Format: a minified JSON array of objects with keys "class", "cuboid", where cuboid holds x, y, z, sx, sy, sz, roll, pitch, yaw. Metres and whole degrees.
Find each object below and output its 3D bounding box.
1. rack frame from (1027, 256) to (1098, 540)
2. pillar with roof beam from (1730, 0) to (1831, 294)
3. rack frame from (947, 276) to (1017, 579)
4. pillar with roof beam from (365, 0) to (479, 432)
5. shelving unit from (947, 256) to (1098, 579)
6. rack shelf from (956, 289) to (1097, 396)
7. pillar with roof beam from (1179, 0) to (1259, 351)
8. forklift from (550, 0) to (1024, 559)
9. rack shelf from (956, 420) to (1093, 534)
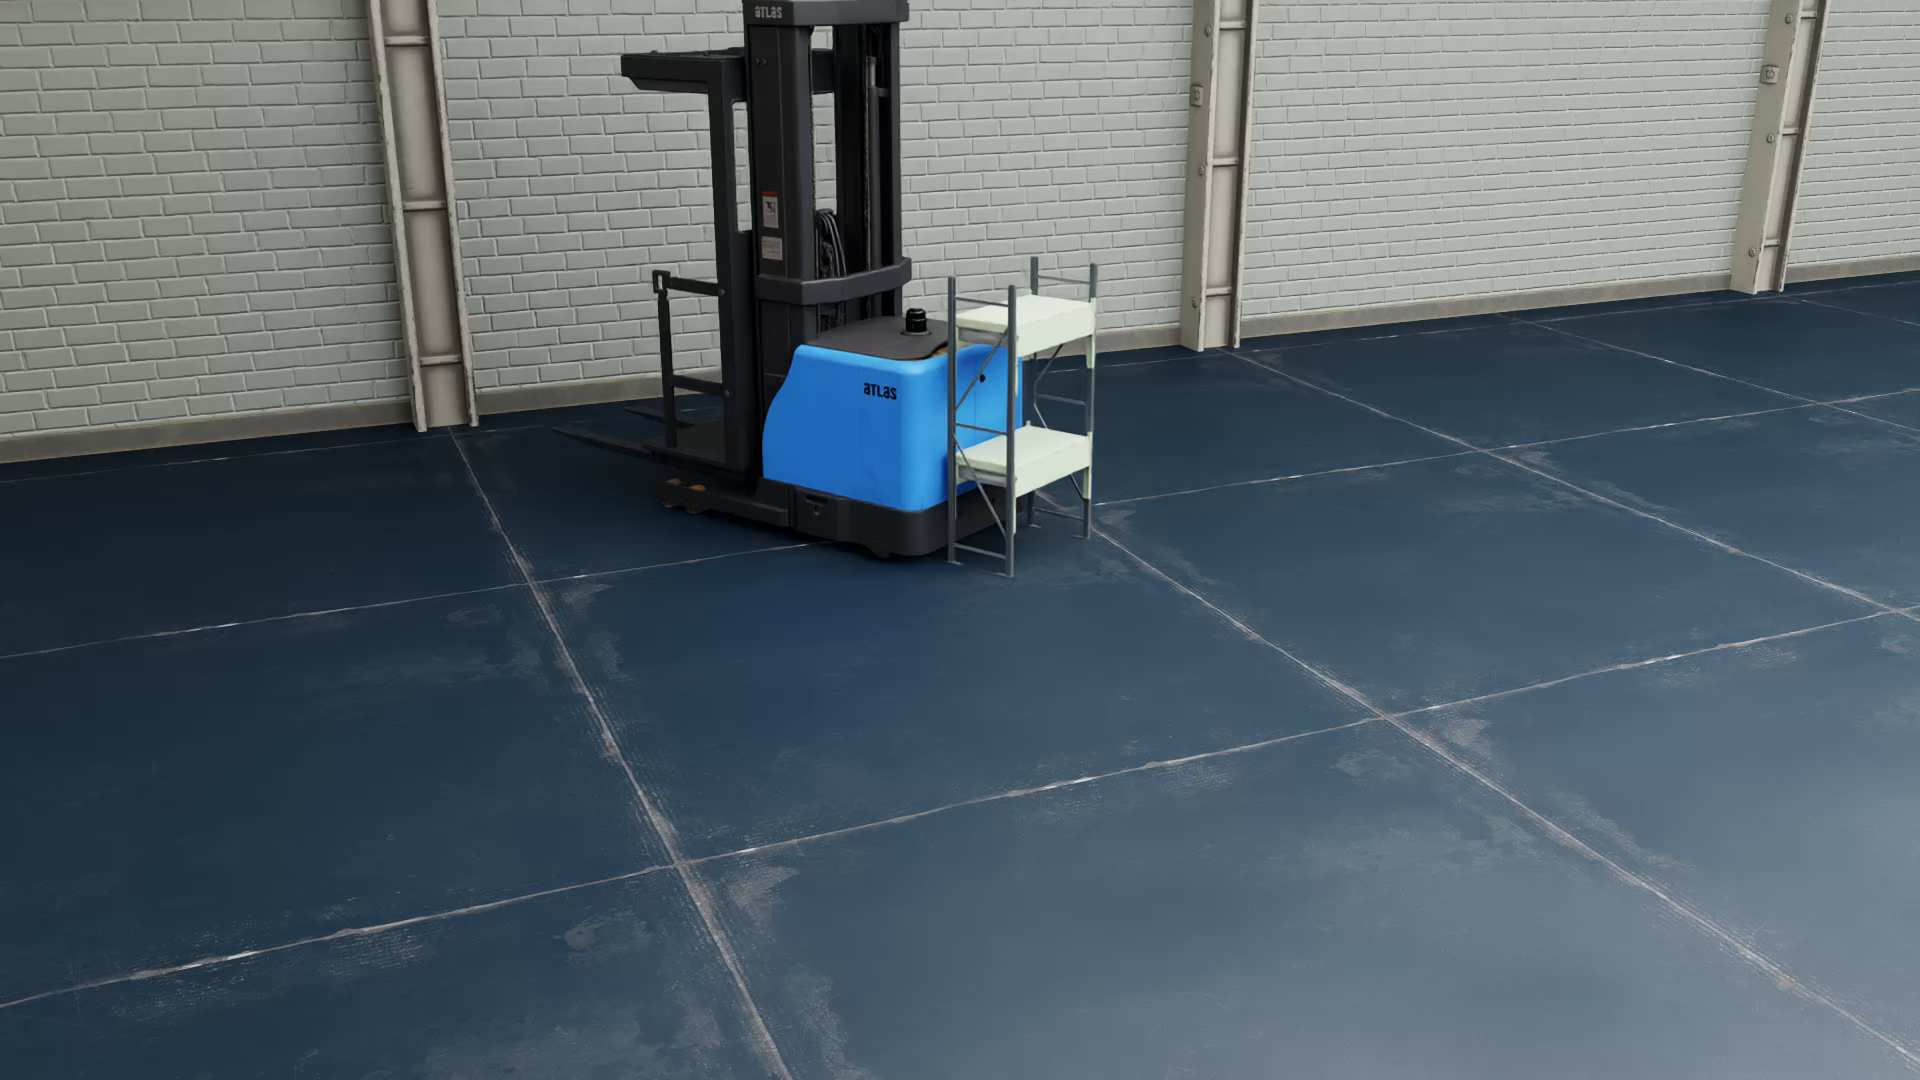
[{"class":"rack frame","cuboid":[0.540,-0.747,8.885,0.400,1.500,0.023,14,24,34]},{"class":"pillar with roof beam","cuboid":[9.238,-5.302,10.532,0.400,9.000,9.100,-8,21,-22]},{"class":"rack frame","cuboid":[0.105,-0.551,8.329,0.400,1.500,0.023,14,24,34]},{"class":"pillar with roof beam","cuboid":[-1.781,-3.724,6.048,0.400,9.000,9.100,-8,21,-22]},{"class":"shelving unit","cuboid":[0.322,-0.649,8.607,0.431,1.500,0.755,14,24,34]},{"class":"rack shelf","cuboid":[0.322,-1.017,8.478,0.431,0.370,0.720,14,24,34]},{"class":"pillar with roof beam","cuboid":[3.728,-4.513,8.290,0.400,9.000,9.100,-8,21,-22]},{"class":"forklift","cuboid":[-1.130,-1.655,9.310,3.031,2.935,1.130,14,24,34]},{"class":"rack shelf","cuboid":[0.322,-0.342,8.716,0.431,0.370,0.720,14,24,34]}]
